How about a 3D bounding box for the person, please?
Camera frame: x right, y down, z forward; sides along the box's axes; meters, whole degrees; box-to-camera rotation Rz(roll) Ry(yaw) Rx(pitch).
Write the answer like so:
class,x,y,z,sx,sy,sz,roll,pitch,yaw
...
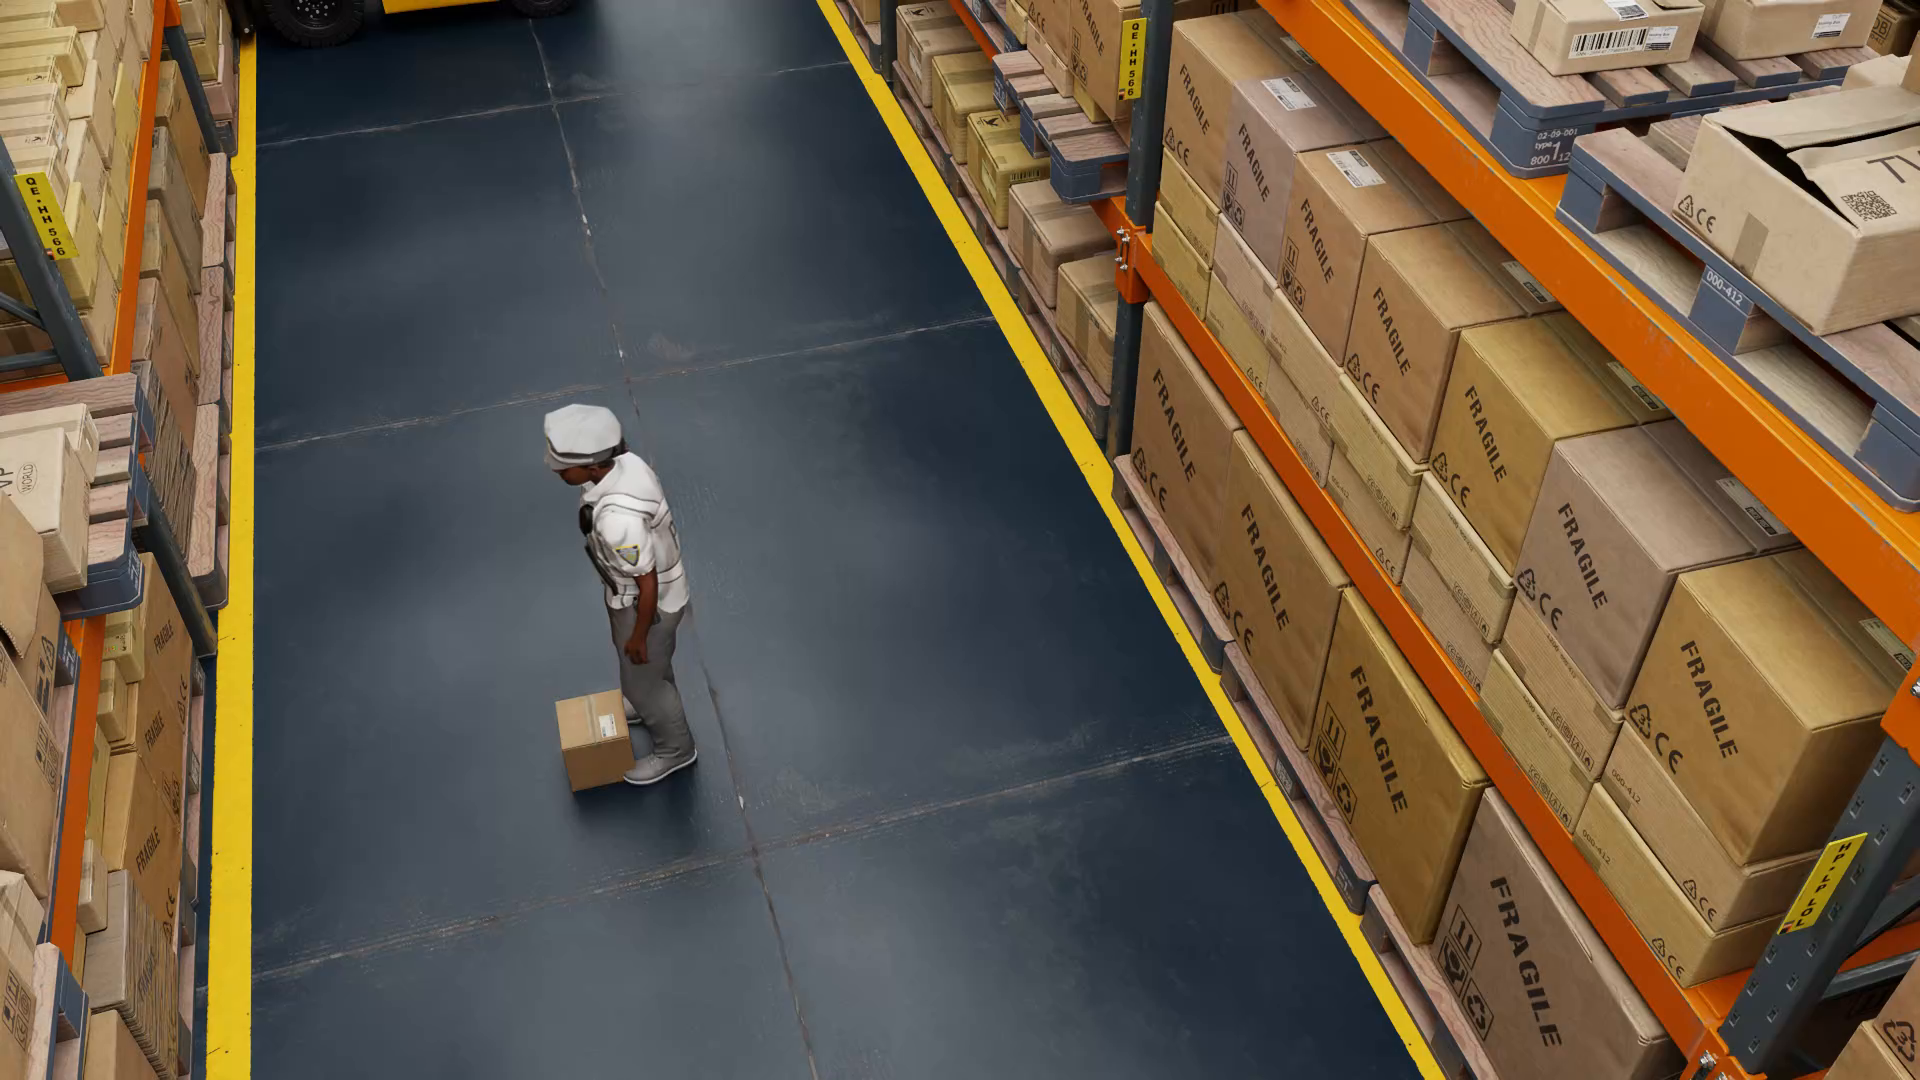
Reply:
class,x,y,z,sx,sy,sz,roll,pitch,yaw
person,-1.176,0.194,5.950,0.398,1.659,0.521,-13,44,-14
